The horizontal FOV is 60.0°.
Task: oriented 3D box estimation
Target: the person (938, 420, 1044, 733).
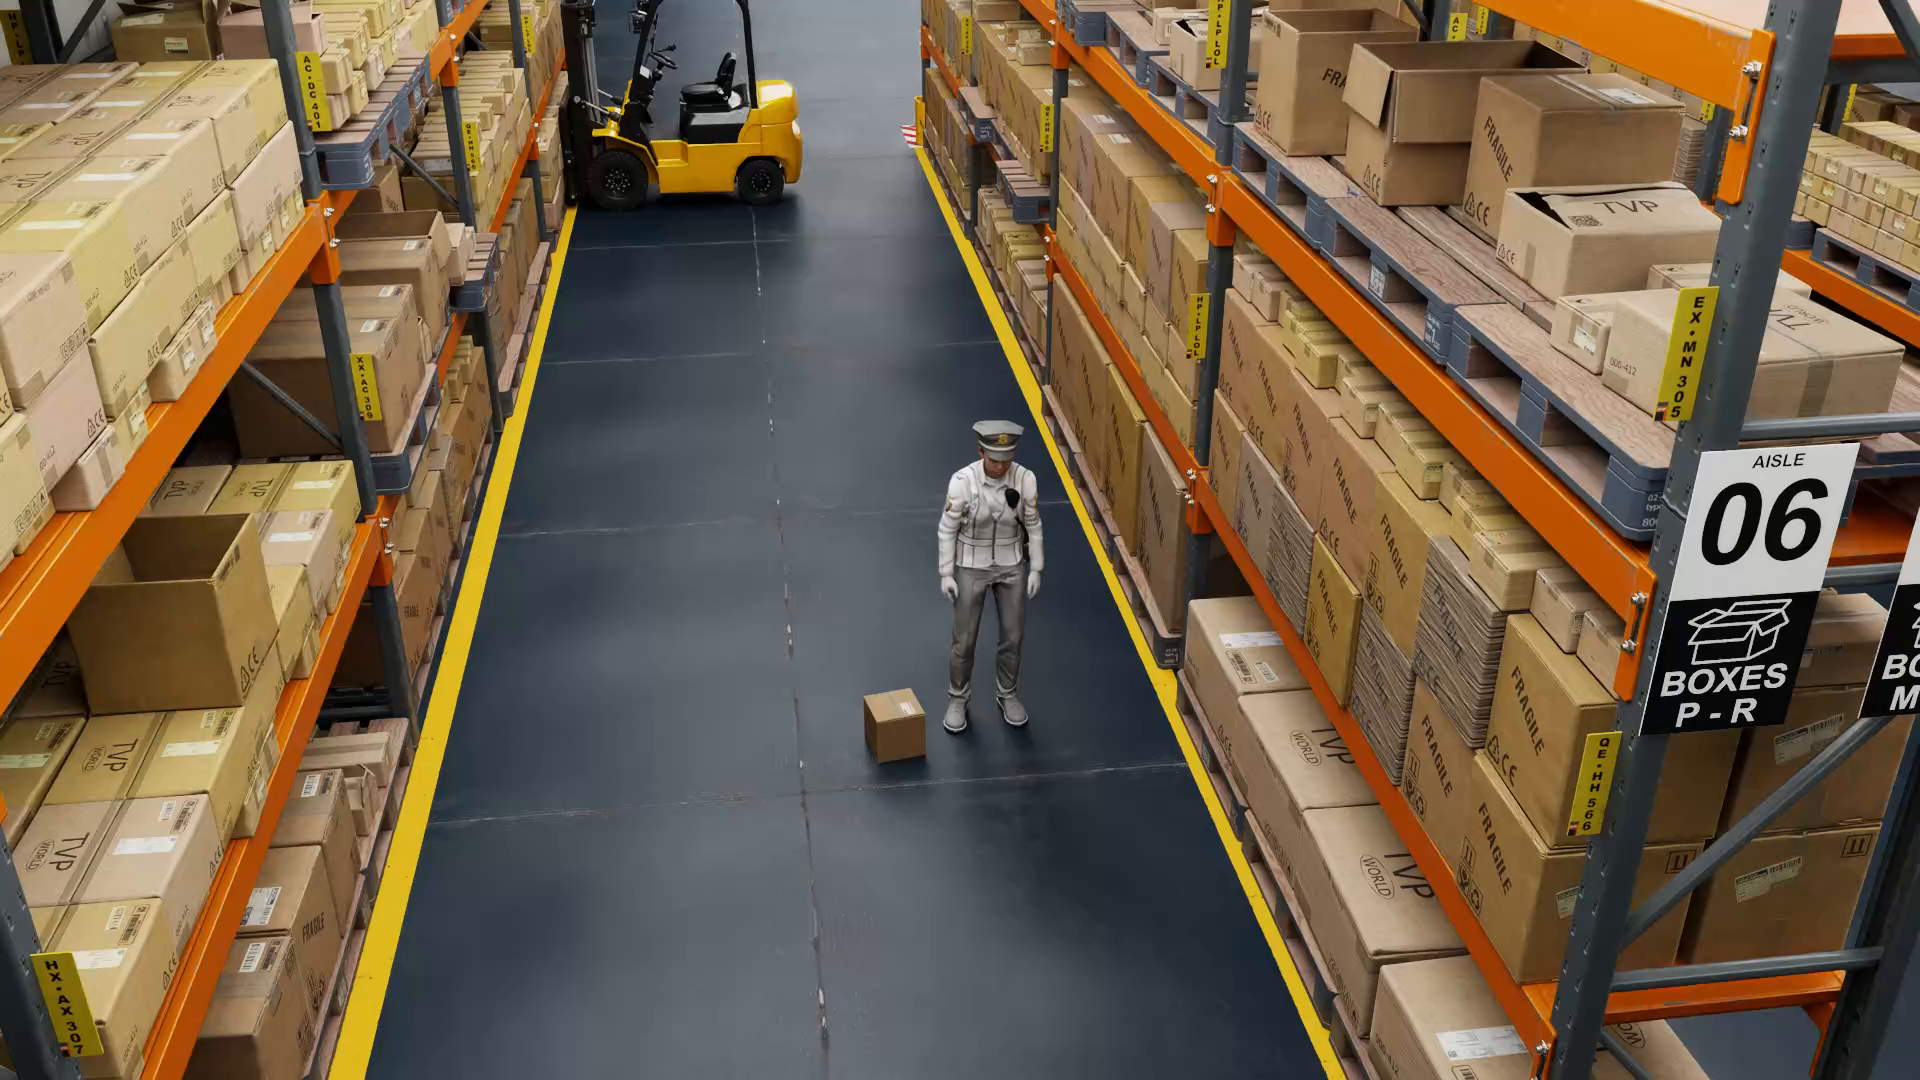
[{"bbox_3d":[0.158,0.169,8.287,0.530,1.663,0.342,-4,28,-7],"label":"person"}]
